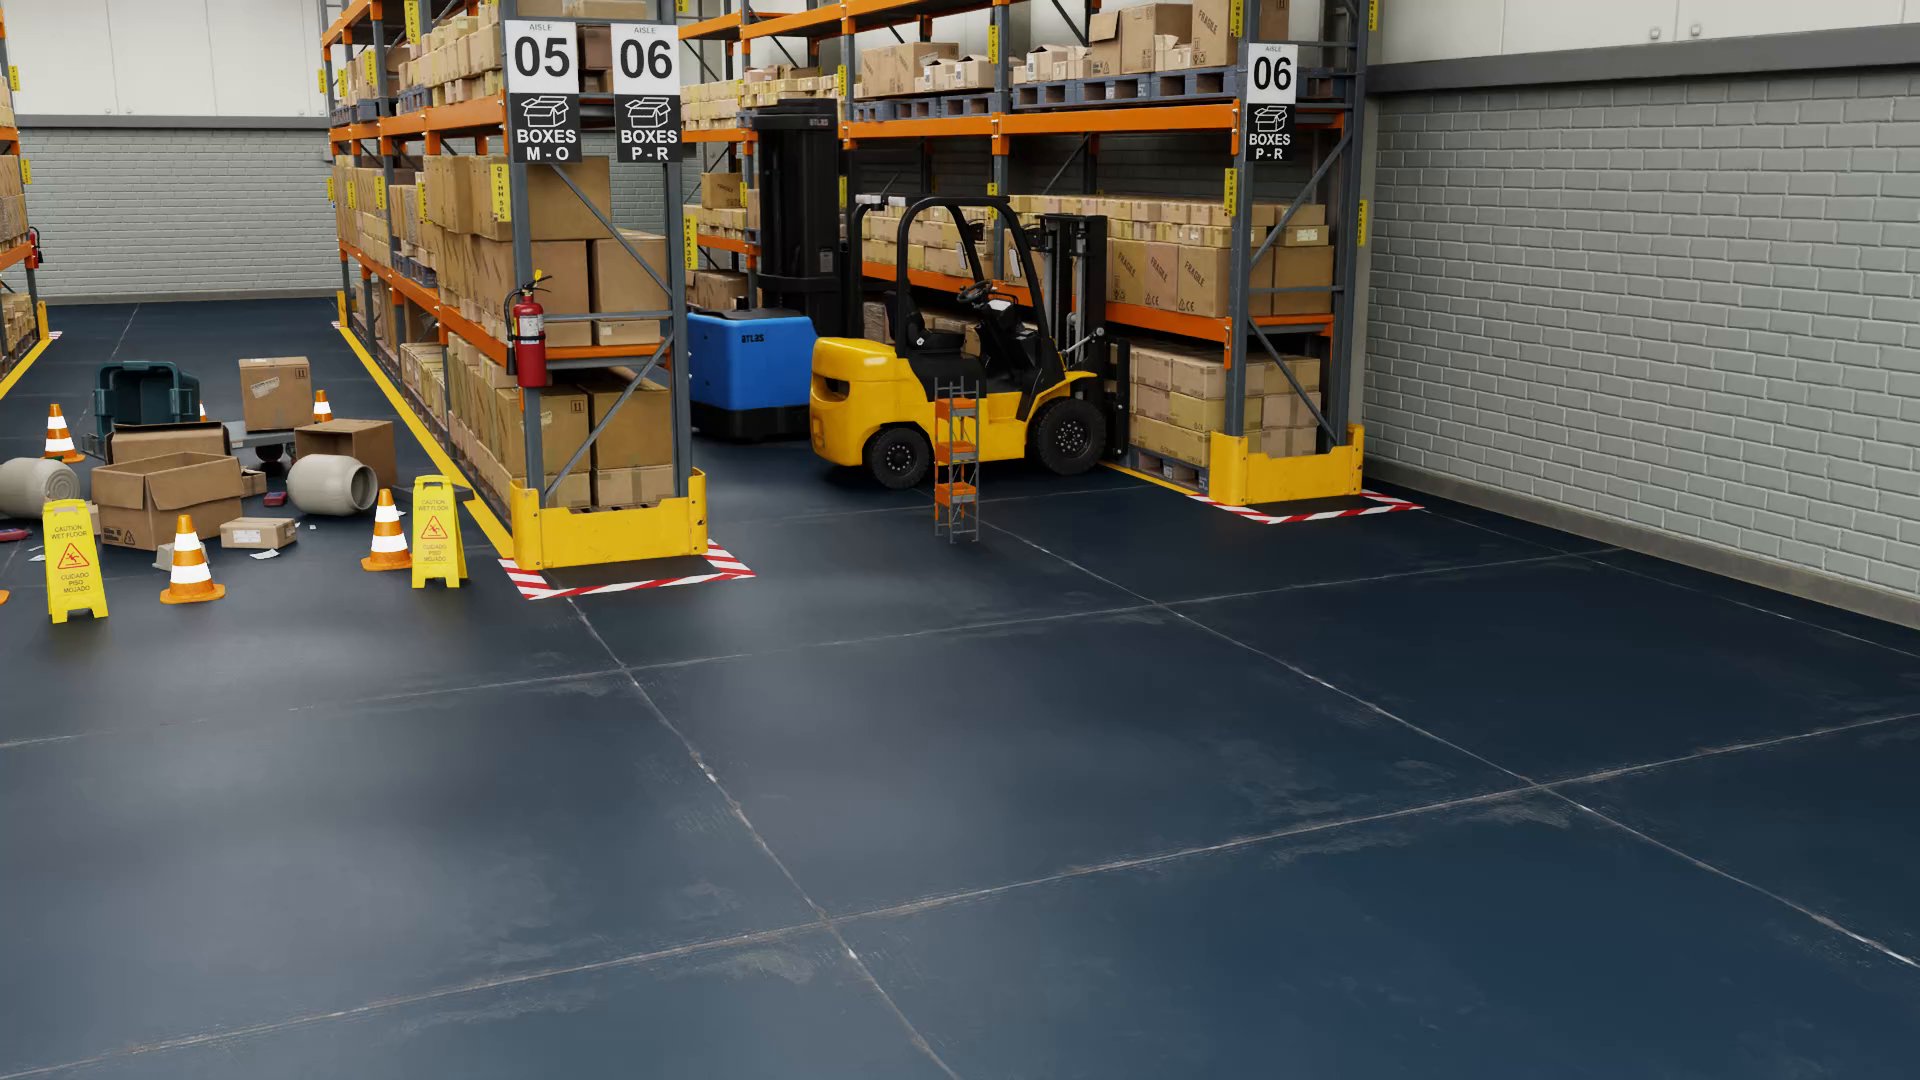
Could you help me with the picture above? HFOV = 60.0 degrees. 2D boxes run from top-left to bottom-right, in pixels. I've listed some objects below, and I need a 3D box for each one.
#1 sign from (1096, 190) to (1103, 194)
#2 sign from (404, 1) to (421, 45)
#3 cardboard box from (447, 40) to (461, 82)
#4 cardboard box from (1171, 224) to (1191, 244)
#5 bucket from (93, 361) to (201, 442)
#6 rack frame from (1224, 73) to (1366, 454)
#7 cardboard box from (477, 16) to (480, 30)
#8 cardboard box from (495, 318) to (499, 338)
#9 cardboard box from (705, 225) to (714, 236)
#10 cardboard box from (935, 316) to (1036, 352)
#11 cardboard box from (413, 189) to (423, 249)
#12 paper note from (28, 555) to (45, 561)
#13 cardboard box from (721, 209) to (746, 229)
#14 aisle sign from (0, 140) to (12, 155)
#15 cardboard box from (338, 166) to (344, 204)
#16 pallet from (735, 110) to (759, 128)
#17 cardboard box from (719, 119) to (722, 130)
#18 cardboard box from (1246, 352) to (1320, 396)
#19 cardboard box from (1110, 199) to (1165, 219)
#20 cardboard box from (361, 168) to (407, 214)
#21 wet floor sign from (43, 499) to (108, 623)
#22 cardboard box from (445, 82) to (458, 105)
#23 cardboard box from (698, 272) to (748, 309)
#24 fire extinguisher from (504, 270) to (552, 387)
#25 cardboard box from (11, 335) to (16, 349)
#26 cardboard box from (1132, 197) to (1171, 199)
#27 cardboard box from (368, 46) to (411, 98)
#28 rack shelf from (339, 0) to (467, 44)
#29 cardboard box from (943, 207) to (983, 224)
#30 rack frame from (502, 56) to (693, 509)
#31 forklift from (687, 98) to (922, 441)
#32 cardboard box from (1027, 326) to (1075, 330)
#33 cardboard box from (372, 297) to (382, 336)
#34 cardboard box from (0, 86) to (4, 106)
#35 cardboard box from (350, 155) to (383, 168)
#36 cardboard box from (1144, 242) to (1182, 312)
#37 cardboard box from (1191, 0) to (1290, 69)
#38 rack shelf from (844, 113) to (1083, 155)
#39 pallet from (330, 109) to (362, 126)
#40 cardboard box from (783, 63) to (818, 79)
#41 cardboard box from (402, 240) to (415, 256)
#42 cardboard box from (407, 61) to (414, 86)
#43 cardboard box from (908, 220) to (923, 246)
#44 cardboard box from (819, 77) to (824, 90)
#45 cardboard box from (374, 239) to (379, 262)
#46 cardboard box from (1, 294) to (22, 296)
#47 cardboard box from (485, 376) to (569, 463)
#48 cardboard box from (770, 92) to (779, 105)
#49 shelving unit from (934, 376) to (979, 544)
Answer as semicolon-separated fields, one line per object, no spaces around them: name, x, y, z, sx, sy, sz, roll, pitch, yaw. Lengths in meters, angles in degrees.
sign;1.301;-3.131;15.651;0.100;0.325;0.005;-6;14;-23
sign;-4.261;-4.026;12.939;0.100;0.325;0.005;-6;14;-23
cardboard box;-3.220;-3.274;11.386;0.500;0.250;0.500;-5;14;-22
cardboard box;1.822;-2.314;12.557;0.380;0.149;0.250;-5;14;-22
bucket;-6.082;-1.029;12.553;0.726;0.611;0.620;-1;3;-4
rack frame;2.395;-1.794;11.969;1.000;3.000;0.127;-6;14;-23
cardboard box;-2.971;-3.388;10.993;0.380;0.149;0.250;-6;14;-25
cardboard box;-2.783;-1.378;10.727;0.380;0.149;0.250;-6;14;-24
cardboard box;-3.539;-4.561;24.483;0.380;0.149;0.250;-5;14;-22
cardboard box;0.270;-1.936;16.917;0.875;0.625;0.625;-6;14;-24
cardboard box;-4.550;-2.854;14.735;0.500;0.500;0.500;-5;14;-21
paper note;-5.702;0.102;10.367;0.144;0.017;0.142;-1;13;-4
cardboard box;-3.053;-4.530;23.465;0.500;0.250;0.500;-6;14;-23
aisle sign;-12.810;-5.491;22.179;0.394;0.787;0.004;-6;14;-23
cardboard box;-8.203;-4.850;22.733;0.500;0.500;0.500;-6;14;-23
pallet;-2.215;-5.502;21.755;1.213;0.211;1.003;-6;14;-23
cardboard box;-3.196;-5.876;23.511;0.380;0.149;0.250;-5;14;-21
cardboard box;2.376;-1.263;12.622;0.500;0.250;0.500;-6;14;-24
cardboard box;1.439;-2.675;13.456;0.380;0.149;0.250;-5;14;-22
cardboard box;-6.618;-4.037;19.220;0.500;0.500;0.500;-6;14;-24
wet floor sign;-4.821;0.097;9.019;0.267;0.644;0.232;-9;16;-33
cardboard box;-3.417;-3.150;11.730;0.380;0.149;0.250;-6;14;-24
cardboard box;-3.549;-3.771;25.125;0.700;0.500;0.500;-5;14;-21
fire extinguisher;-2.528;-1.242;9.755;0.296;0.674;0.183;-6;14;-23
cardboard box;-11.411;-2.331;19.681;0.380;0.149;0.250;-5;14;-21
cardboard box;1.681;-2.824;14.099;0.380;0.149;0.250;-6;14;-24
cardboard box;-5.645;-4.778;17.050;0.797;0.503;0.637;-7;15;-26
rack shelf;-6.157;-5.788;18.405;1.077;0.370;4.000;-6;14;-23
cardboard box;0.056;-3.185;16.319;0.380;0.149;0.250;-6;14;-25
rack frame;-2.151;-1.345;10.029;1.000;3.000;0.127;-6;14;-23
forklift;-1.003;-2.521;15.263;3.031;2.935;1.130;-9;16;-33
cardboard box;0.895;-1.738;14.675;0.500;0.250;0.500;-6;14;-23
cardboard box;-7.111;-2.920;21.585;0.875;0.438;0.875;-6;14;-24
cardboard box;-12.229;-5.531;20.685;0.500;0.250;0.500;-5;14;-22
cardboard box;-7.373;-4.711;20.694;0.380;0.149;0.250;-6;14;-24
cardboard box;1.758;-2.029;12.761;0.500;0.500;0.500;-5;14;-21
cardboard box;1.995;-3.627;11.861;0.500;0.500;0.500;-5;14;-21
rack shelf;-0.008;-4.145;17.068;1.077;0.370;4.000;-6;14;-23
pallet;-8.254;-5.916;23.325;1.003;0.211;1.213;-6;14;-23
cardboard box;-2.090;-6.104;21.763;0.396;0.266;0.258;-6;14;-23
cardboard box;-5.155;-2.815;16.007;0.380;0.149;0.250;-6;14;-23
cardboard box;-4.719;-4.197;15.470;0.797;0.503;0.637;-6;14;-23
cardboard box;-0.235;-3.187;17.212;0.500;0.250;0.500;-5;14;-22
cardboard box;-1.443;-5.389;19.639;0.380;0.149;0.250;-6;14;-24
cardboard box;-6.202;-3.215;18.443;0.500;0.250;0.500;-6;14;-24
cardboard box;-12.563;-3.145;21.876;0.380;0.149;0.250;-5;14;-22
cardboard box;-2.923;-0.825;11.285;0.500;0.500;0.500;-5;14;-21
cardboard box;-2.152;-5.504;20.750;0.380;0.149;0.250;-5;14;-22
shelving unit;-0.021;-0.523;10.799;0.215;1.050;0.252;-6;14;-23
